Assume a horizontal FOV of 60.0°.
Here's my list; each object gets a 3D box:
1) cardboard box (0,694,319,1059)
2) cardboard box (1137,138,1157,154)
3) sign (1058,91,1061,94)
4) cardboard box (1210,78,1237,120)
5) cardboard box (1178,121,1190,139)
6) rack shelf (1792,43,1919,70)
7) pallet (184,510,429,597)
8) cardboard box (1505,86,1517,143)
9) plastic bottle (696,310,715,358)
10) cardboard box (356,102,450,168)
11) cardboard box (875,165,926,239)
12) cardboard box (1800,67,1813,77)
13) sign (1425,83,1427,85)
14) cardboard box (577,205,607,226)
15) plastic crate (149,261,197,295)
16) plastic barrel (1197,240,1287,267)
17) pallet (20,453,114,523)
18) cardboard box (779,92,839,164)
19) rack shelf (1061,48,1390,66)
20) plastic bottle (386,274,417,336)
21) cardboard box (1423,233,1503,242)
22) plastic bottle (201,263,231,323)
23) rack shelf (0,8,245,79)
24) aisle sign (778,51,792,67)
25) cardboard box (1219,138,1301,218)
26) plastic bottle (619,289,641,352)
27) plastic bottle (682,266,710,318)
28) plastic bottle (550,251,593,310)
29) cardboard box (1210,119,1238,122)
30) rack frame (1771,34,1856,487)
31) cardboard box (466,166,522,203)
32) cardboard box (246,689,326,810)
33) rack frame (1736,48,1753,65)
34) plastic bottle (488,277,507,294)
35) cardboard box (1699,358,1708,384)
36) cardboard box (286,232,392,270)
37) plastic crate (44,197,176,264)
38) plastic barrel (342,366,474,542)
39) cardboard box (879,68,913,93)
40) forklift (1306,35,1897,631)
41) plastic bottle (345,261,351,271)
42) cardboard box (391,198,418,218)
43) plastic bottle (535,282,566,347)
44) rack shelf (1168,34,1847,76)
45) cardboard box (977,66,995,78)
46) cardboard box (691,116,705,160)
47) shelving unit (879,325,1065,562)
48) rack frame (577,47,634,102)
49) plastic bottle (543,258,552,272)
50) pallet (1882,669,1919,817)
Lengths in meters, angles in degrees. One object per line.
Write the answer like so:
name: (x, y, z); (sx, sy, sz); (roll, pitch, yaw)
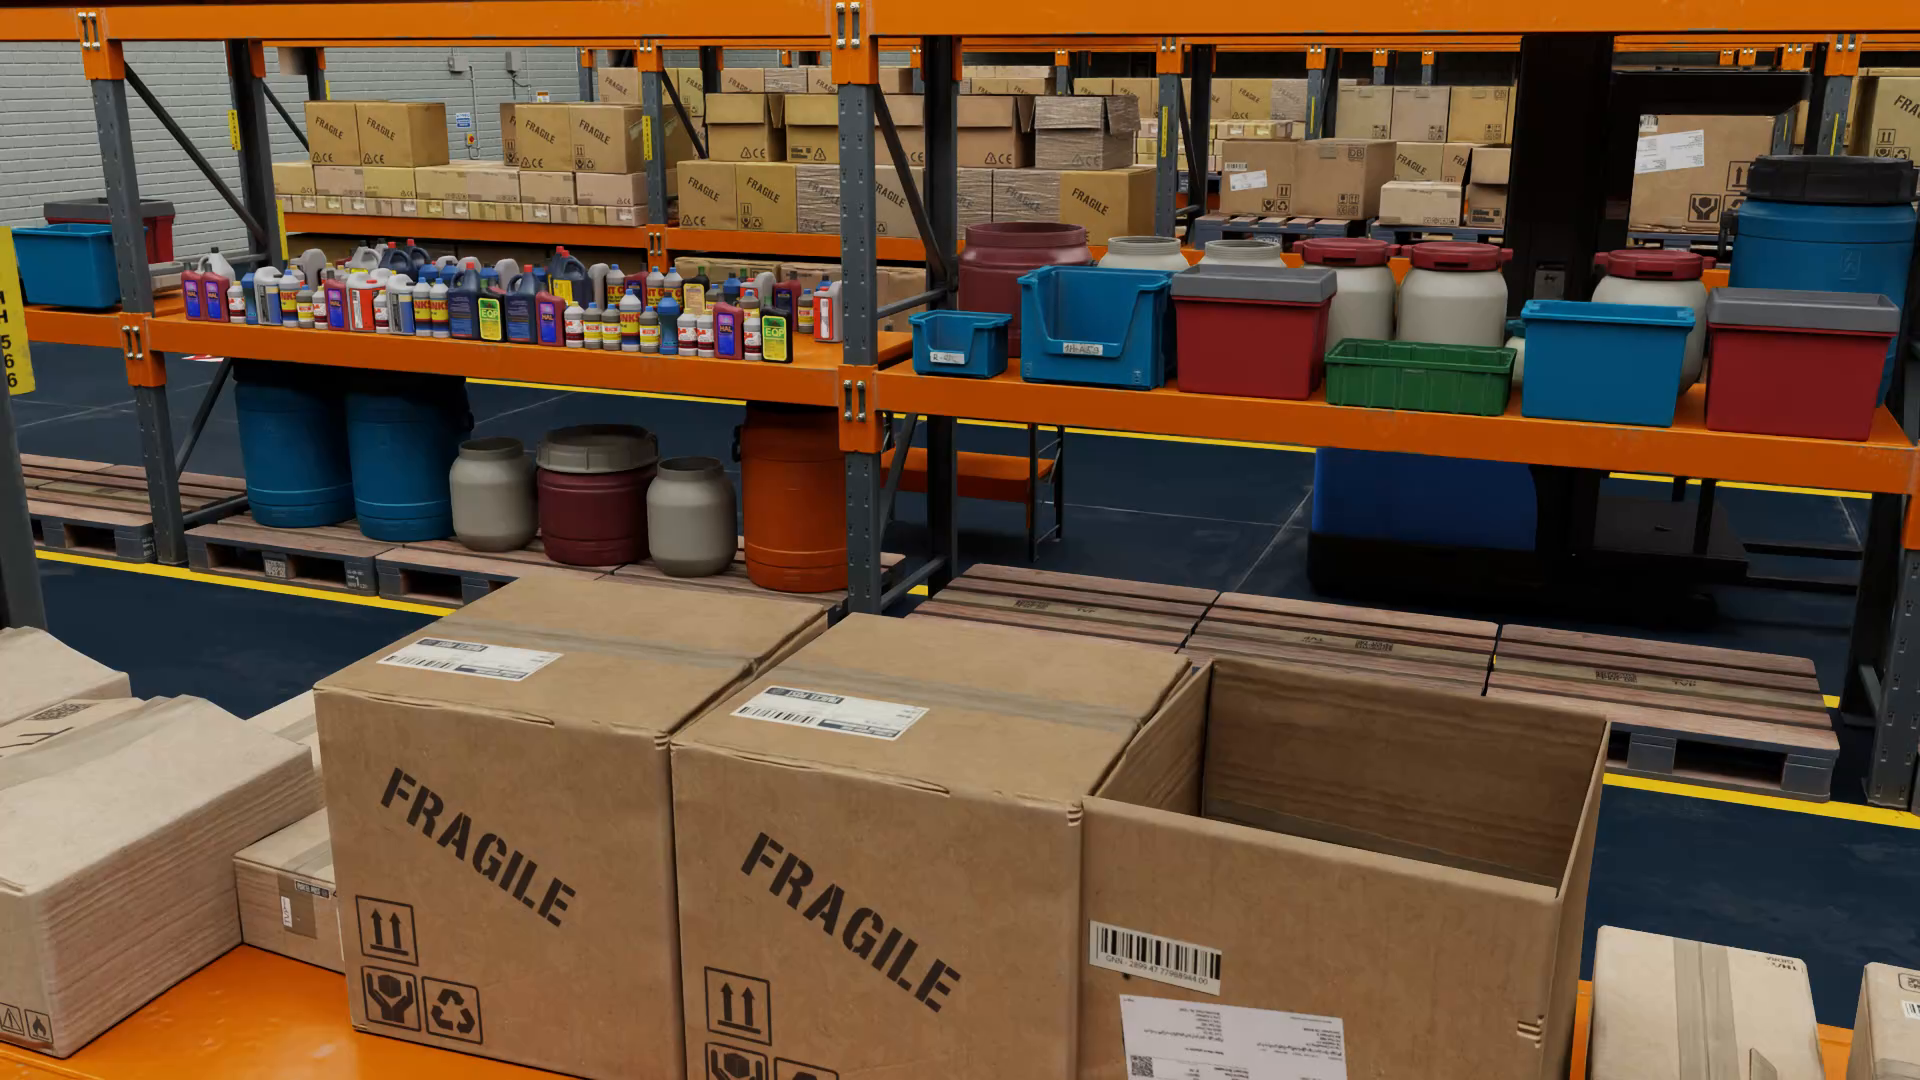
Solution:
cardboard box: (-1.311, 0.442, 2.432); (0.500, 0.311, 0.500); (6, 17, 20)
cardboard box: (1.896, -3.849, 16.215); (0.250, 0.149, 0.380); (6, 17, 20)
sign: (1.279, -5.601, 21.391); (0.005, 0.325, 0.100); (6, 17, 21)
cardboard box: (3.217, -5.552, 20.944); (0.500, 0.500, 0.500); (6, 17, 20)
cardboard box: (2.130, -3.965, 16.082); (0.250, 0.149, 0.380); (7, 18, 22)
rack shelf: (9.062, -4.069, 13.719); (4.000, 0.370, 1.077); (6, 17, 21)
pallet: (-3.270, -0.007, 8.820); (1.213, 0.211, 1.003); (6, 17, 21)
cardboard box: (5.319, -3.912, 15.295); (0.500, 0.500, 0.700); (6, 17, 20)
plastic bottle: (-1.099, -0.903, 7.259); (0.097, 0.201, 0.097); (0, 16, 0)
cardboard box: (-4.579, -3.339, 13.686); (0.500, 0.500, 0.500); (6, 17, 19)
cardboard box: (-0.403, -2.503, 12.236); (0.500, 0.500, 0.500); (7, 17, 22)
cardboard box: (9.253, -5.042, 18.656); (0.500, 0.500, 0.700); (6, 17, 20)
sign: (6.830, -6.546, 24.407); (0.005, 0.325, 0.100); (6, 17, 21)
cardboard box: (-2.799, -2.573, 13.106); (0.250, 0.149, 0.380); (7, 17, 22)
plastic crate: (-4.353, -1.423, 9.061); (0.243, 0.136, 0.396); (6, 17, 21)
plastic barrel: (1.176, -0.988, 6.996); (0.421, 0.512, 0.421); (0, 16, 0)
pallet: (-5.809, -0.287, 9.782); (1.213, 0.211, 1.003); (6, 17, 21)
cardboard box: (-0.923, -3.114, 12.542); (0.637, 0.503, 0.797); (6, 17, 21)
rack shelf: (3.342, -6.181, 20.996); (4.000, 0.370, 1.077); (6, 17, 21)
plastic bottle: (-2.604, -1.112, 7.847); (0.135, 0.276, 0.152); (6, 17, 21)
cardboard box: (4.828, -2.535, 15.807); (0.750, 0.750, 1.050); (7, 17, 21)
plastic bottle: (-3.663, -1.218, 8.200); (0.133, 0.283, 0.061); (6, 17, 21)
rack shelf: (-5.833, -2.736, 9.128); (4.000, 0.370, 1.077); (6, 17, 21)
aisle sign: (-2.413, -6.881, 22.832); (0.004, 0.787, 0.394); (6, 17, 21)
cardboard box: (2.083, -2.516, 11.529); (0.500, 0.500, 0.500); (4, 17, 14)
plastic bottle: (-1.462, -0.976, 7.386); (0.097, 0.271, 0.097); (0, 16, 0)
plastic bottle: (-1.288, -1.196, 8.121); (0.133, 0.283, 0.061); (6, 17, 21)
plastic bottle: (-1.903, -1.238, 8.145); (0.185, 0.351, 0.144); (6, 17, 21)
cardboard box: (2.644, -4.105, 16.564); (0.250, 0.149, 0.380); (6, 17, 20)
rack frame: (5.287, -1.902, 10.347); (0.127, 3.000, 1.000); (6, 17, 21)
cardboard box: (-3.619, -2.873, 13.426); (0.500, 0.250, 0.500); (7, 17, 22)
cardboard box: (-1.134, 0.398, 2.872); (0.250, 0.149, 0.380); (6, 17, 21)
rack frame: (8.923, -4.473, 19.200); (0.127, 3.000, 1.000); (6, 17, 21)
plastic bottle: (-2.121, -1.067, 7.678); (0.133, 0.283, 0.061); (6, 17, 21)
cardboard box: (4.724, -0.982, 10.869); (0.500, 0.500, 0.700); (5, 17, 16)
cardboard box: (-5.251, -2.267, 14.659); (0.875, 0.875, 0.875); (6, 17, 21)
plastic crate: (-4.711, -1.652, 9.262); (0.583, 0.464, 0.402); (6, 17, 21)
plastic barrel: (-2.814, -0.498, 8.518); (0.708, 0.901, 0.600); (6, 17, 21)
cardboard box: (-0.777, -4.646, 17.290); (0.500, 0.500, 0.500); (6, 17, 19)
forklift: (3.301, -1.152, 7.886); (3.031, 2.935, 1.130); (5, 17, 16)
plastic bottle: (-3.147, -1.383, 8.779); (0.135, 0.276, 0.152); (6, 17, 21)
cardboard box: (-4.470, -2.757, 13.739); (0.250, 0.149, 0.380); (6, 17, 20)
plastic bottle: (-1.847, -1.019, 7.512); (0.133, 0.283, 0.061); (6, 17, 21)
rack shelf: (3.427, -3.202, 10.733); (4.000, 0.370, 1.077); (6, 17, 21)
cardboard box: (0.402, -6.184, 21.959); (0.250, 0.149, 0.380); (6, 17, 20)
cardboard box: (-2.687, -4.378, 18.160); (0.500, 0.500, 0.500); (7, 17, 21)
shelving unit: (-0.006, -0.541, 9.019); (1.048, 1.125, 0.538); (6, 17, 21)
rack frame: (-3.962, -4.406, 18.970); (0.127, 3.000, 1.000); (6, 17, 21)
plastic bottle: (-2.105, -1.285, 8.431); (0.133, 0.283, 0.061); (6, 17, 21)
pallet: (4.079, 0.801, 6.037); (1.213, 0.211, 1.003); (6, 17, 21)
